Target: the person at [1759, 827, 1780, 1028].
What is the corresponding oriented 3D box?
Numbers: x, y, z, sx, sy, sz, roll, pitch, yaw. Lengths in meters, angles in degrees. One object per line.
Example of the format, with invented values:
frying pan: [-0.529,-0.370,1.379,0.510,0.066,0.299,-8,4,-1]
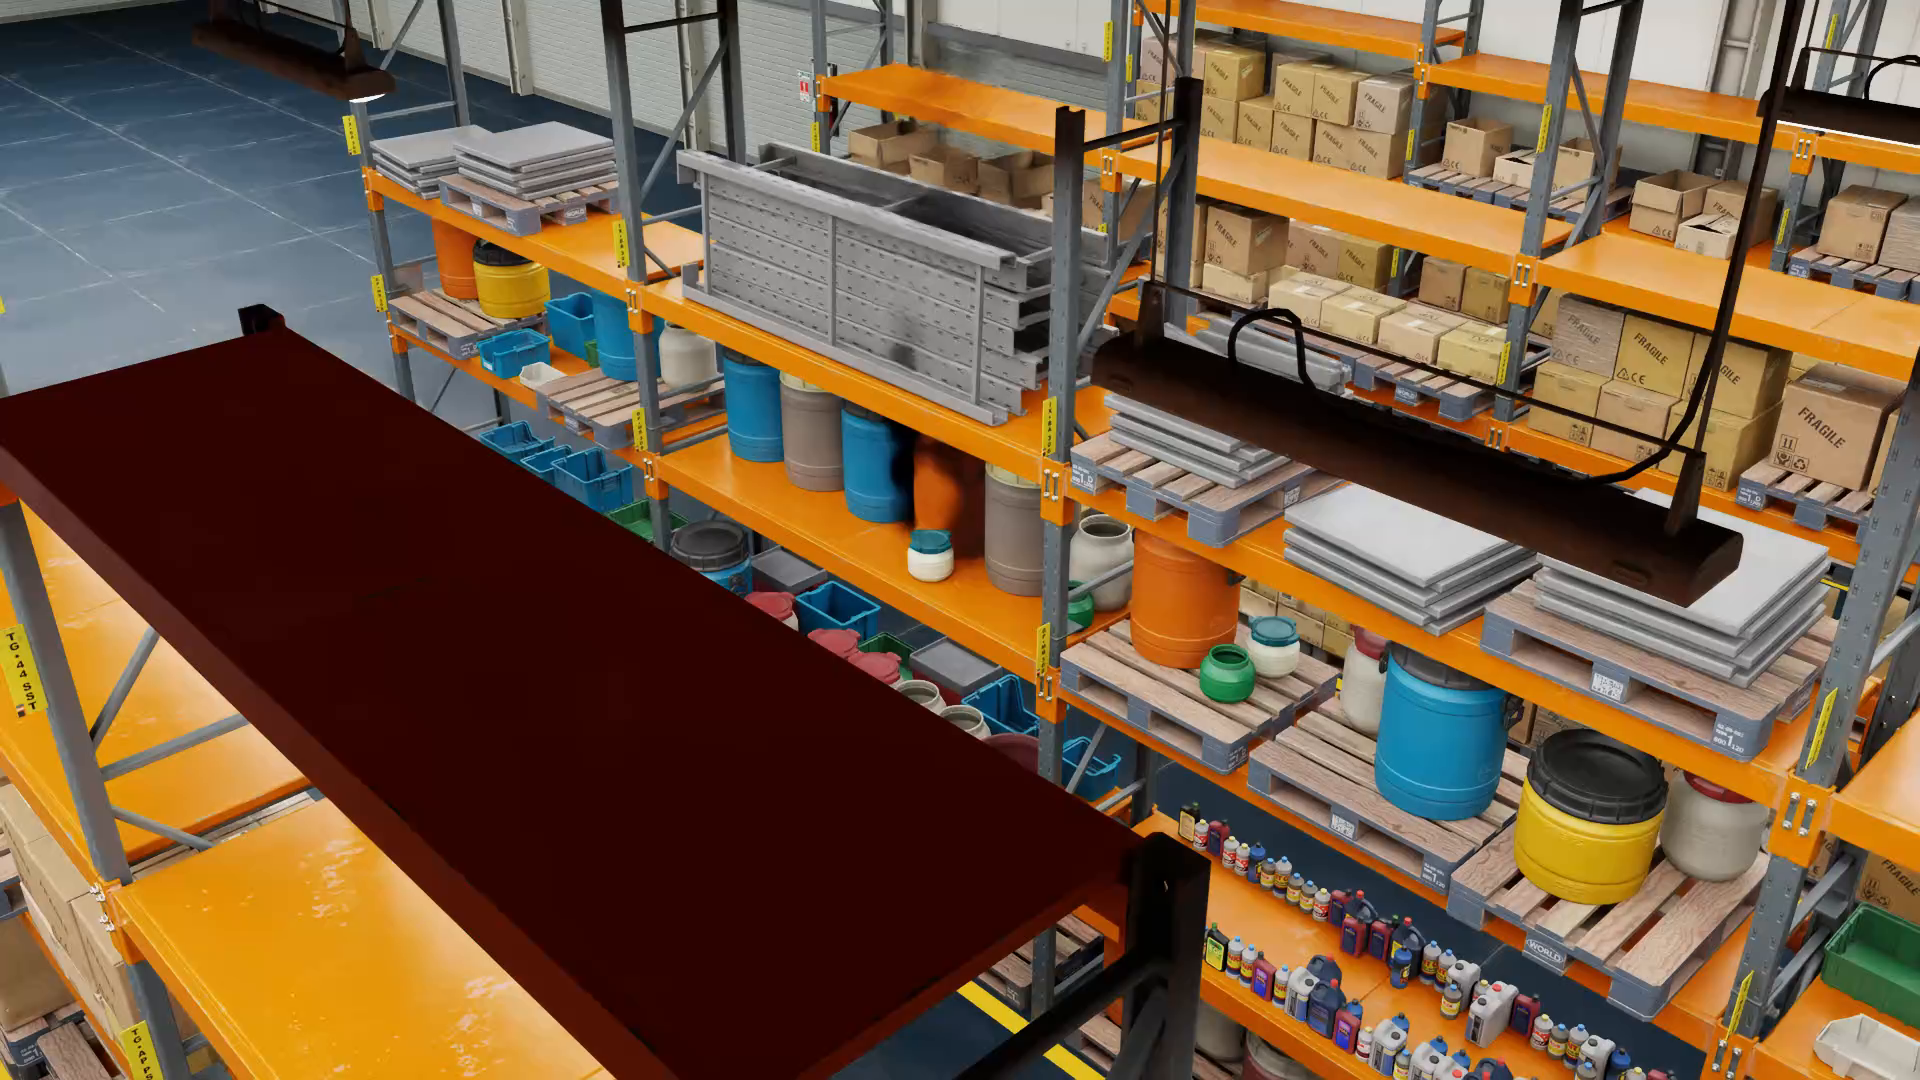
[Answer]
person: [4.888,2.506,10.434,0.663,1.651,0.620,20,34,32]
